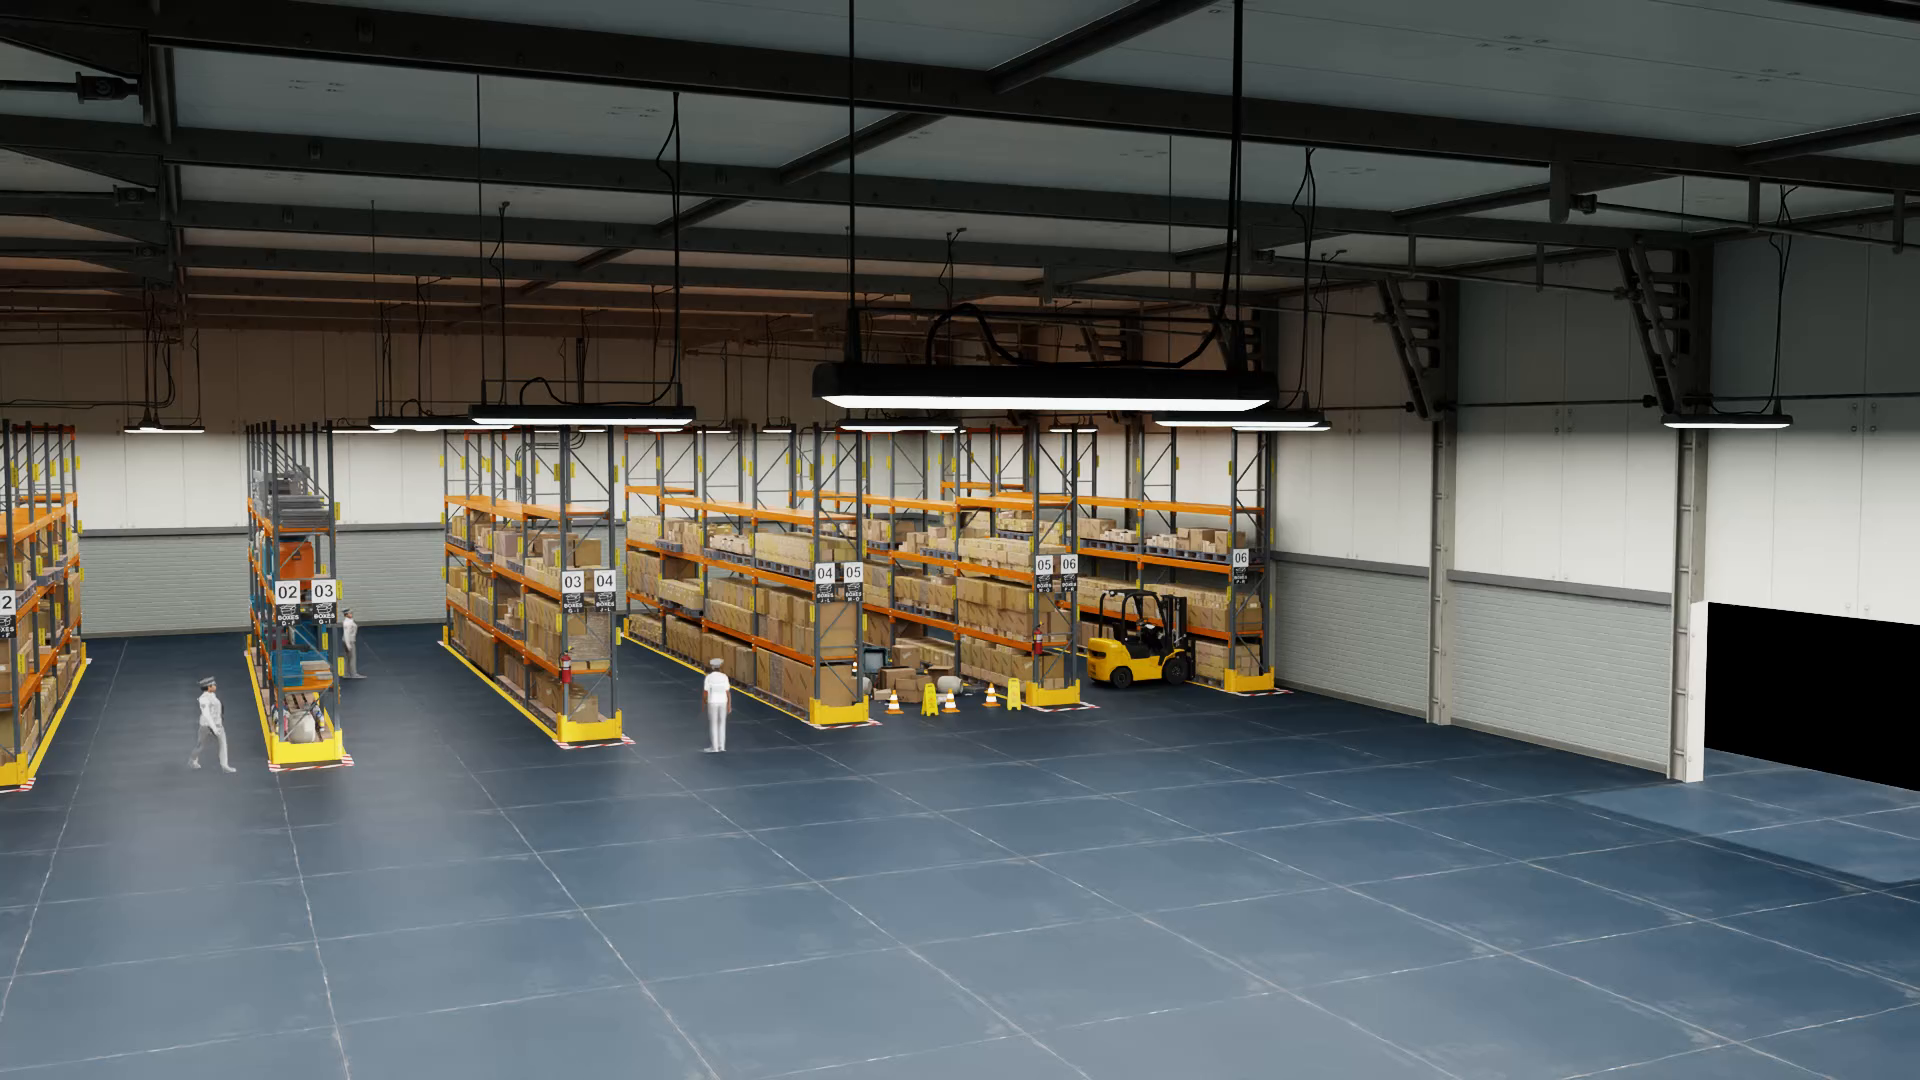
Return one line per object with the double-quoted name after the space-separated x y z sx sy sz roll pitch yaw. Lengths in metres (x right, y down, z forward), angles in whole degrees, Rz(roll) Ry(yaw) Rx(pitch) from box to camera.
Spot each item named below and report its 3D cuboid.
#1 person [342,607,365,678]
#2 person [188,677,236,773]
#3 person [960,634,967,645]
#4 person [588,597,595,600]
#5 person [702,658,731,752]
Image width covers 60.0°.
-14.355 2.424 39.304 0.490 1.688 0.488 -2 4 -23 "person"
-12.732 3.138 28.240 1.031 1.628 0.426 2 4 34 "person"
0.031 2.058 44.251 0.345 1.795 0.653 -1 4 -19 "person"
-10.810 1.826 49.021 0.599 1.681 1.000 0 4 -2 "person"
-4.410 3.007 30.131 0.515 1.713 0.388 -1 4 -15 "person"
